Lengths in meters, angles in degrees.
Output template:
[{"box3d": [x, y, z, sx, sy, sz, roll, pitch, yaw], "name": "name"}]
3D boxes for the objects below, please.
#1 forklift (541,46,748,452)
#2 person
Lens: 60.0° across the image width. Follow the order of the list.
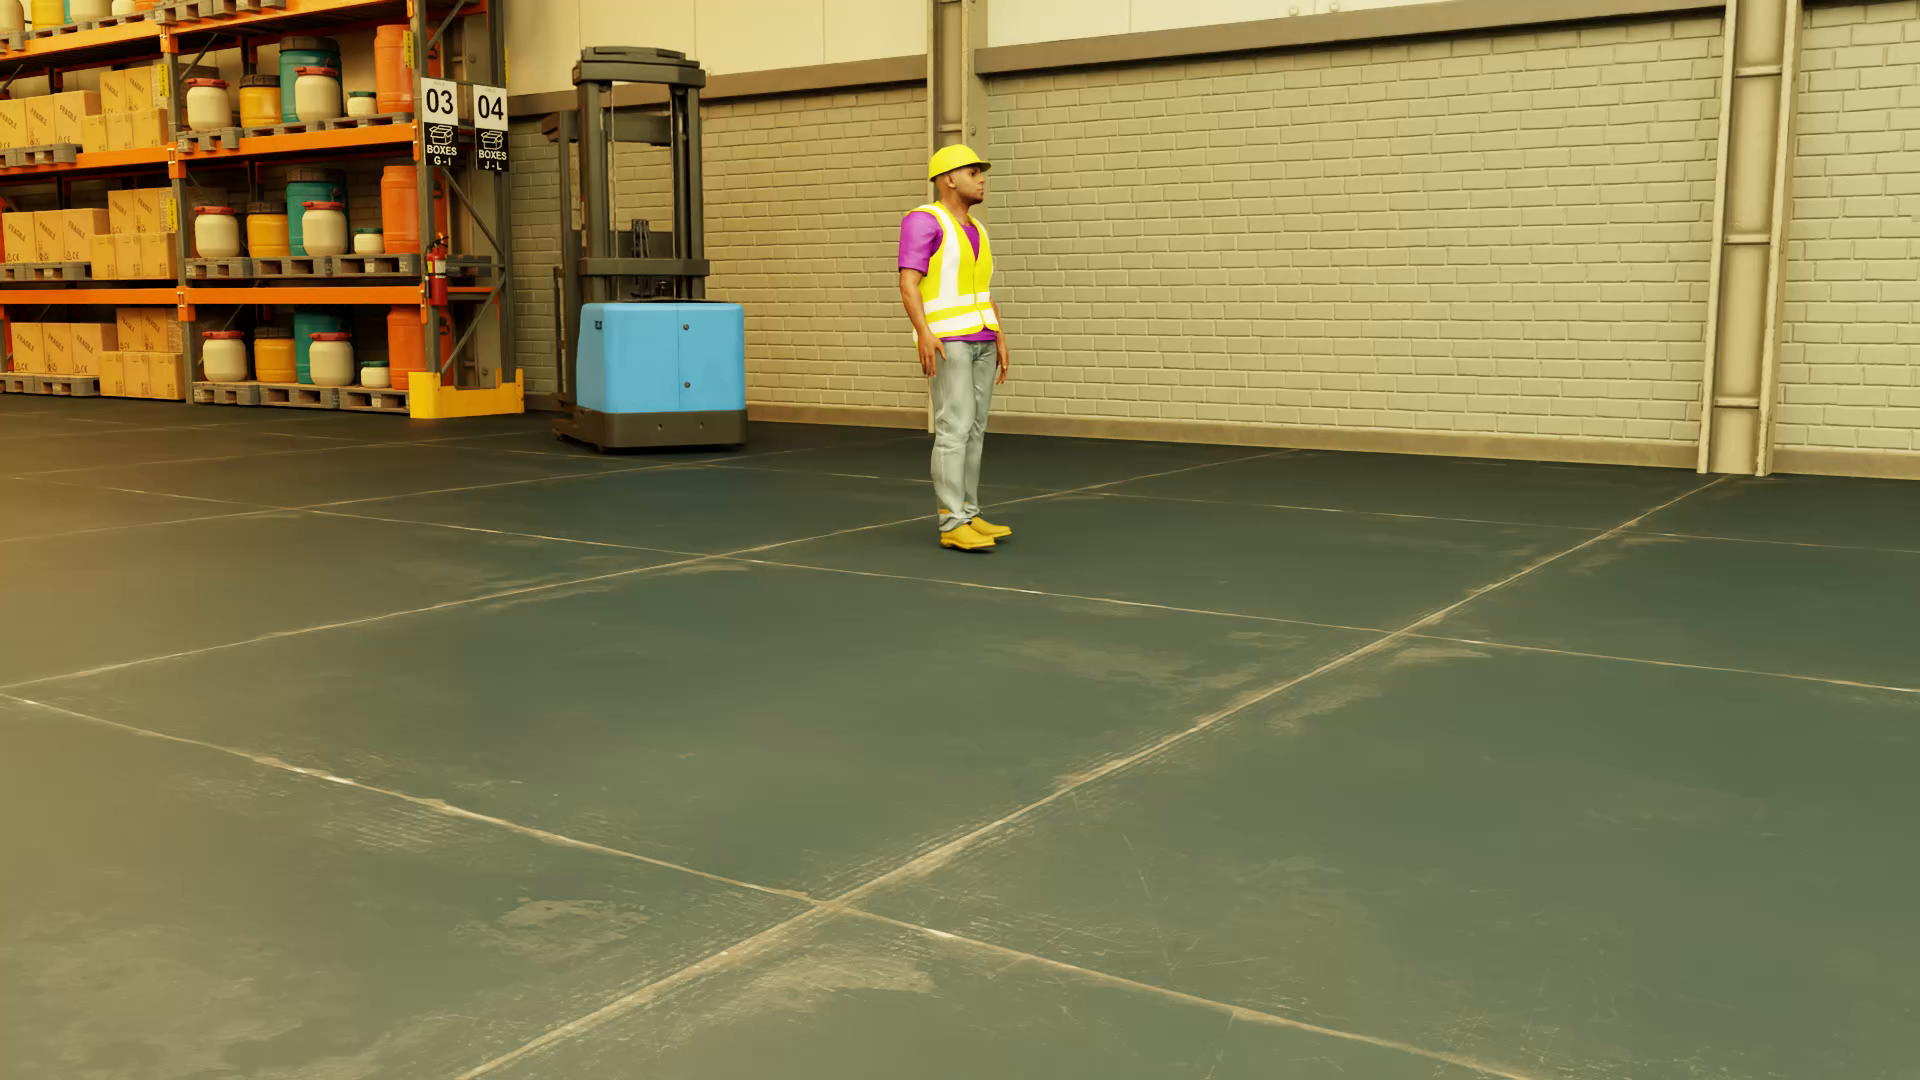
[{"box3d": [-2.608, -2.246, 12.987, 1.130, 2.935, 3.031, -4, 9, -24], "name": "forklift"}, {"box3d": [0.054, -0.876, 7.435, 0.577, 1.765, 0.665, 5, 10, 34], "name": "person"}]
